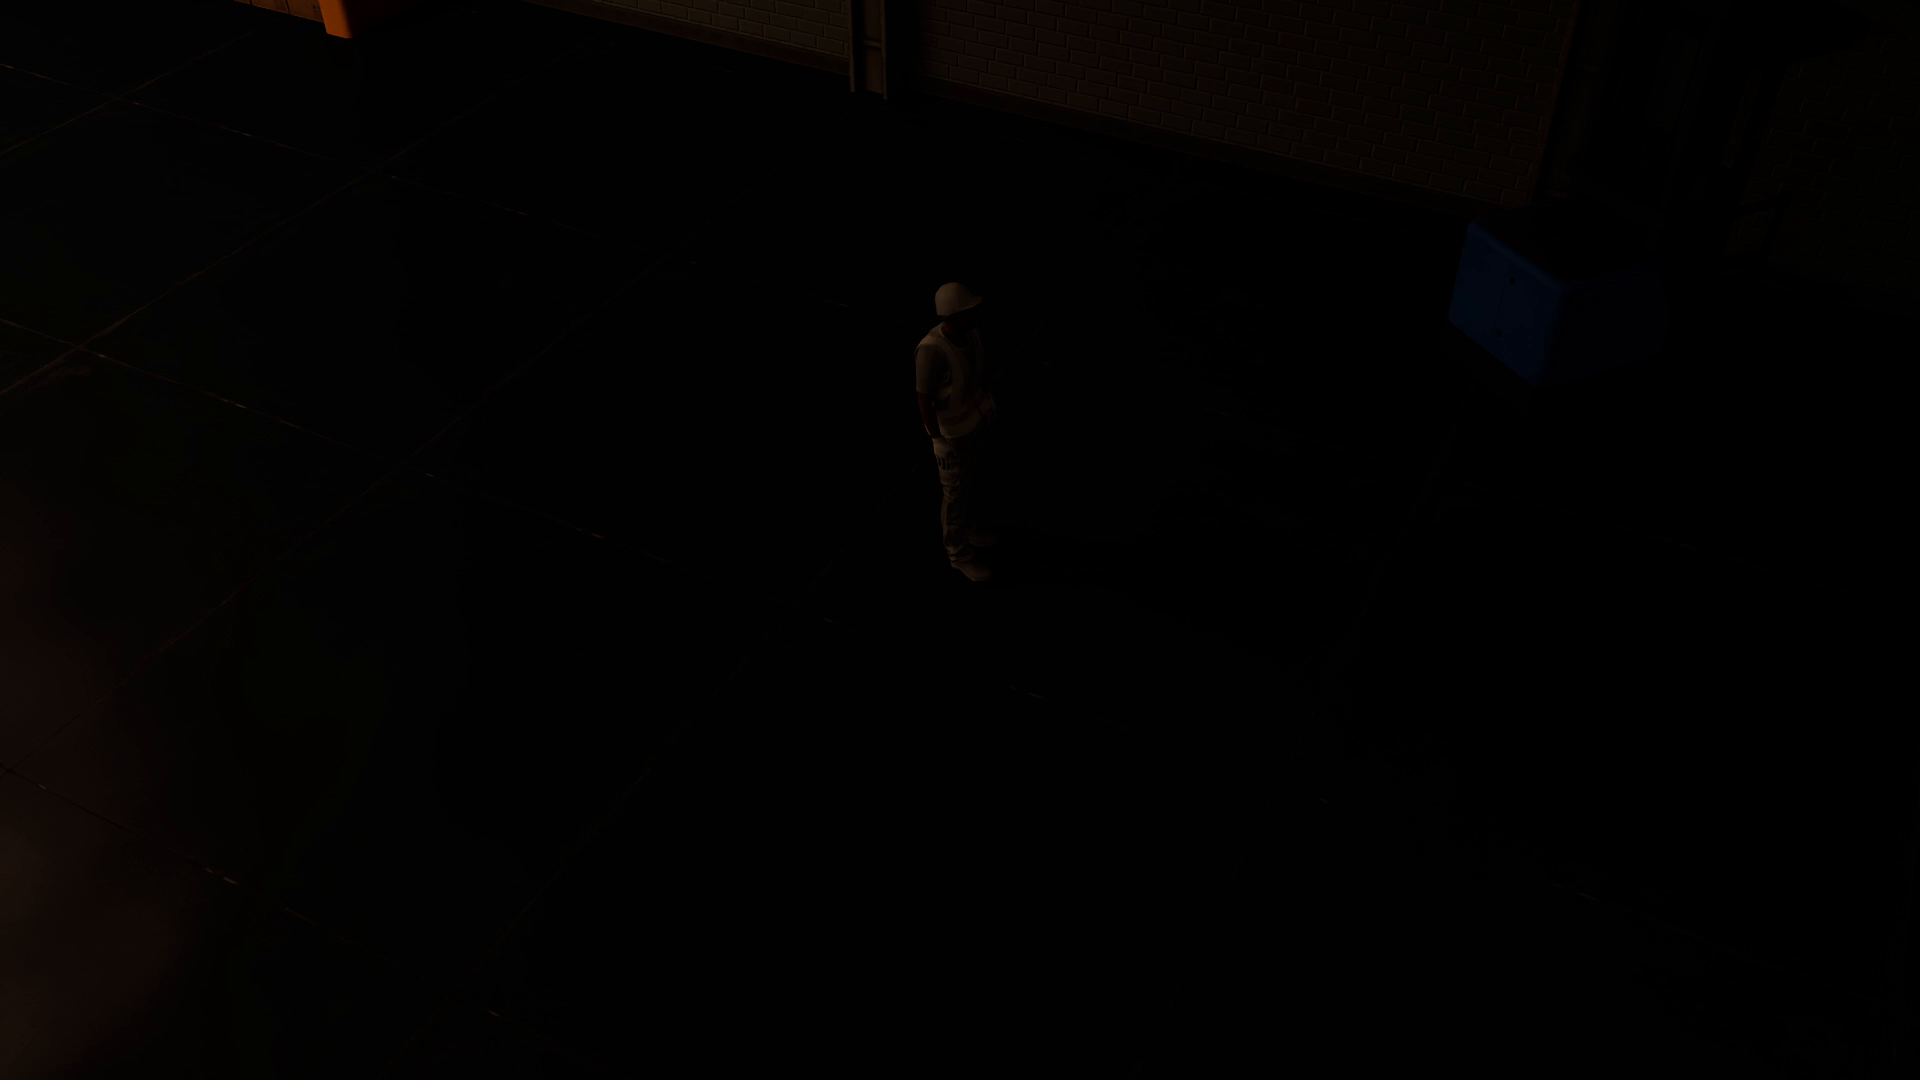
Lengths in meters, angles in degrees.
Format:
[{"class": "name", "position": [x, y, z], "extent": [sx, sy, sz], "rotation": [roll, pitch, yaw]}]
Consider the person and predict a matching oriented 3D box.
[{"class": "person", "position": [0.059, -0.661, 9.651], "extent": [0.577, 1.782, 0.656], "rotation": [18, 43, 21]}]

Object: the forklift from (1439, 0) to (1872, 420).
[{"class": "forklift", "position": [4.947, -2.571, 11.039], "extent": [3.031, 2.935, 1.130], "rotation": [-17, 43, -19]}]
